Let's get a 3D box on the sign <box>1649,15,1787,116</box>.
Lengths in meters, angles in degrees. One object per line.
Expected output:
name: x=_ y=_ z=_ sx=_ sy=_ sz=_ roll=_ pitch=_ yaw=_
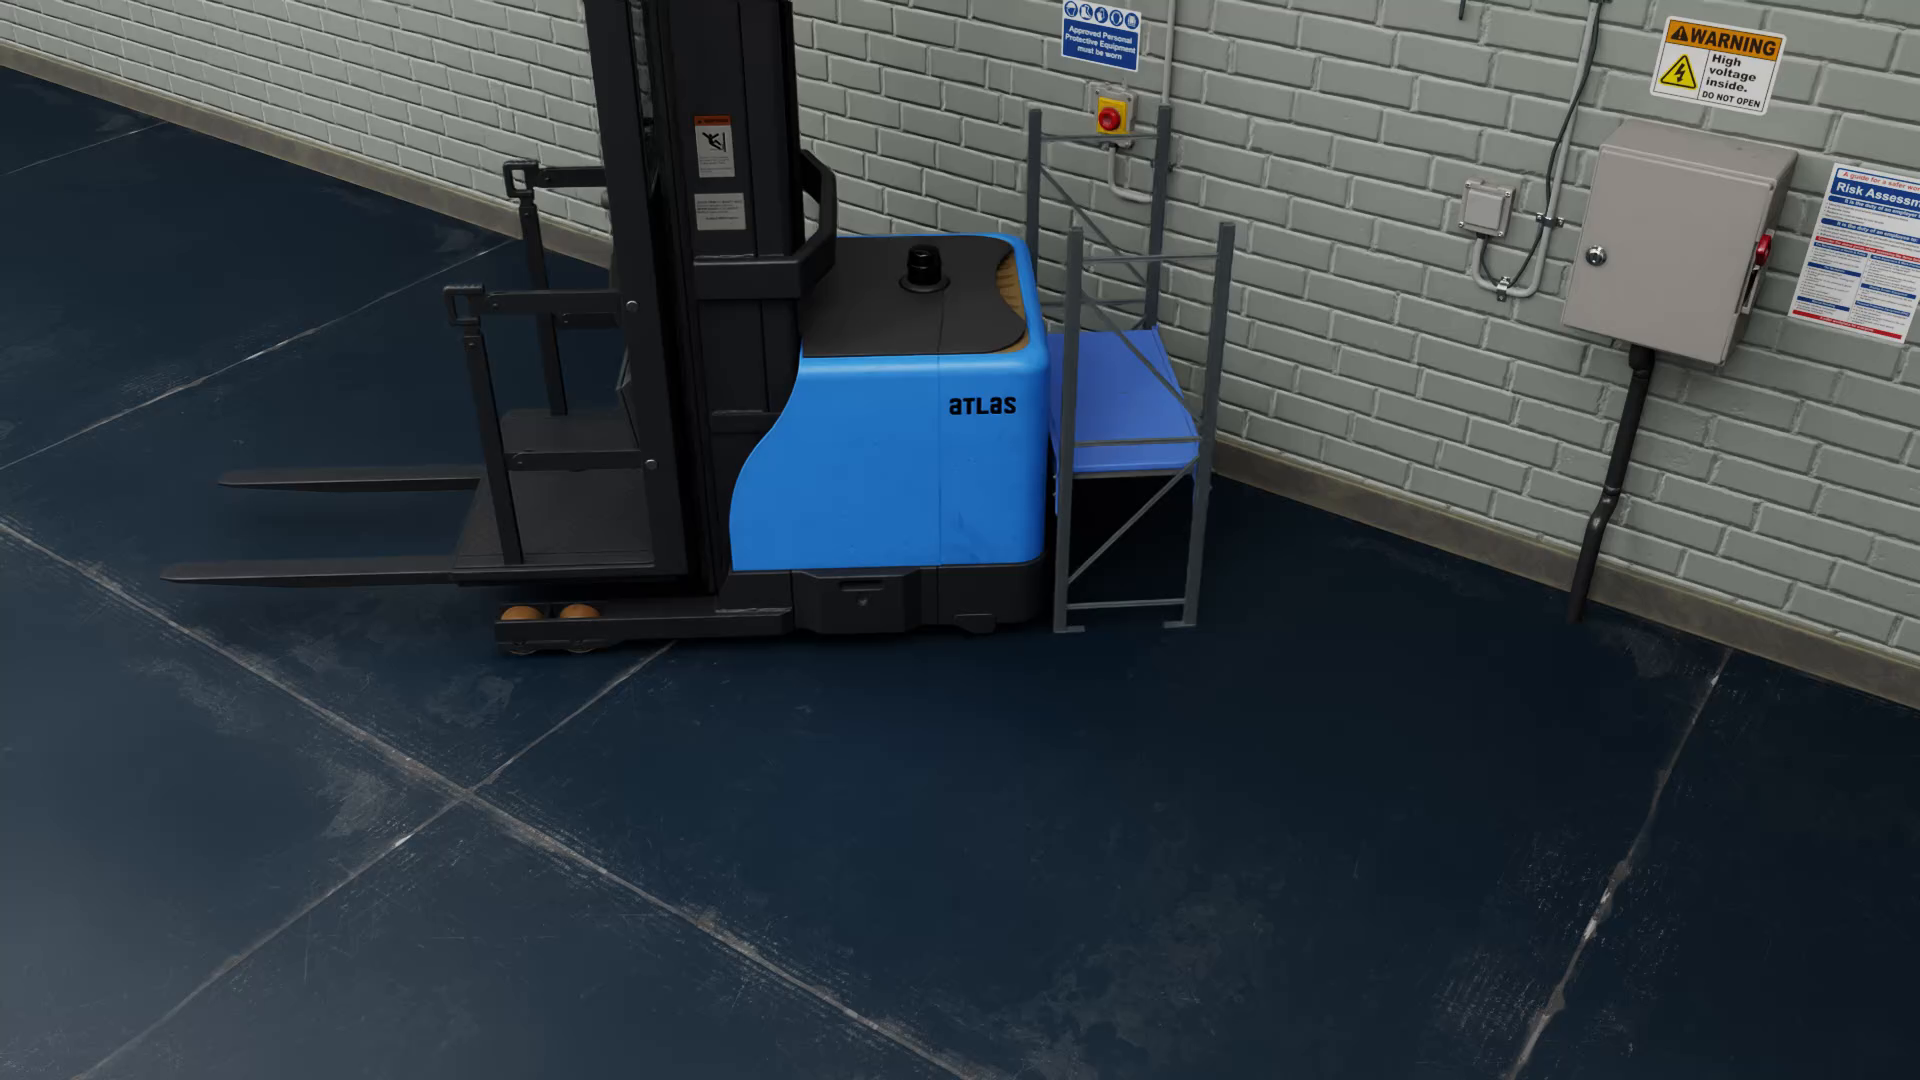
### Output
sign: x=2.230 y=-1.399 z=4.904 sx=0.339 sy=0.242 sz=0.001 roll=21 pitch=39 yaw=28

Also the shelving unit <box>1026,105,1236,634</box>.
shelving unit: x=0.531 y=-0.599 z=5.796 sx=0.538 sy=1.500 sz=1.048 roll=-3 pitch=34 yaw=-4

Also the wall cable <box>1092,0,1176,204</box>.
wall cable: x=0.515 y=-2.116 z=5.767 sx=0.585 sy=1.953 sz=0.123 roll=21 pitch=39 yaw=28

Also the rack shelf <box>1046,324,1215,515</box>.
rack shelf: x=0.531 y=-0.450 z=5.897 sx=0.538 sy=0.185 sz=1.000 roll=-3 pitch=34 yaw=-4

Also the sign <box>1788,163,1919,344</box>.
sign: x=2.681 y=-0.842 z=4.903 sx=0.329 sy=0.494 sz=0.001 roll=21 pitch=39 yaw=28

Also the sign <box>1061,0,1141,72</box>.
sign: x=0.510 y=-1.838 z=6.049 sx=0.327 sy=0.218 sz=0.001 roll=21 pitch=39 yaw=28

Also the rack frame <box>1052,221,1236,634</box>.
rack frame: x=0.573 y=-0.315 z=5.377 sx=0.500 sy=1.500 sz=0.032 roll=-3 pitch=34 yaw=-4

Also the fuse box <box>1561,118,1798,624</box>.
fuse box: x=2.158 y=-0.411 z=5.330 sx=0.539 sy=1.711 sz=0.414 roll=21 pitch=39 yaw=28

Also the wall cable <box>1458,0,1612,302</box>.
wall cable: x=1.687 y=-1.656 z=5.114 sx=0.588 sy=1.984 sz=0.122 roll=21 pitch=39 yaw=28

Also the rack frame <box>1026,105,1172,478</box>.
rack frame: x=0.490 y=-0.882 z=6.216 sx=0.500 sy=1.500 sz=0.032 roll=-3 pitch=34 yaw=-4

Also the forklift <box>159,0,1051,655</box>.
forklift: x=-1.234 y=-1.127 z=5.301 sx=3.031 sy=2.935 sz=1.130 roll=-2 pitch=34 yaw=-2
